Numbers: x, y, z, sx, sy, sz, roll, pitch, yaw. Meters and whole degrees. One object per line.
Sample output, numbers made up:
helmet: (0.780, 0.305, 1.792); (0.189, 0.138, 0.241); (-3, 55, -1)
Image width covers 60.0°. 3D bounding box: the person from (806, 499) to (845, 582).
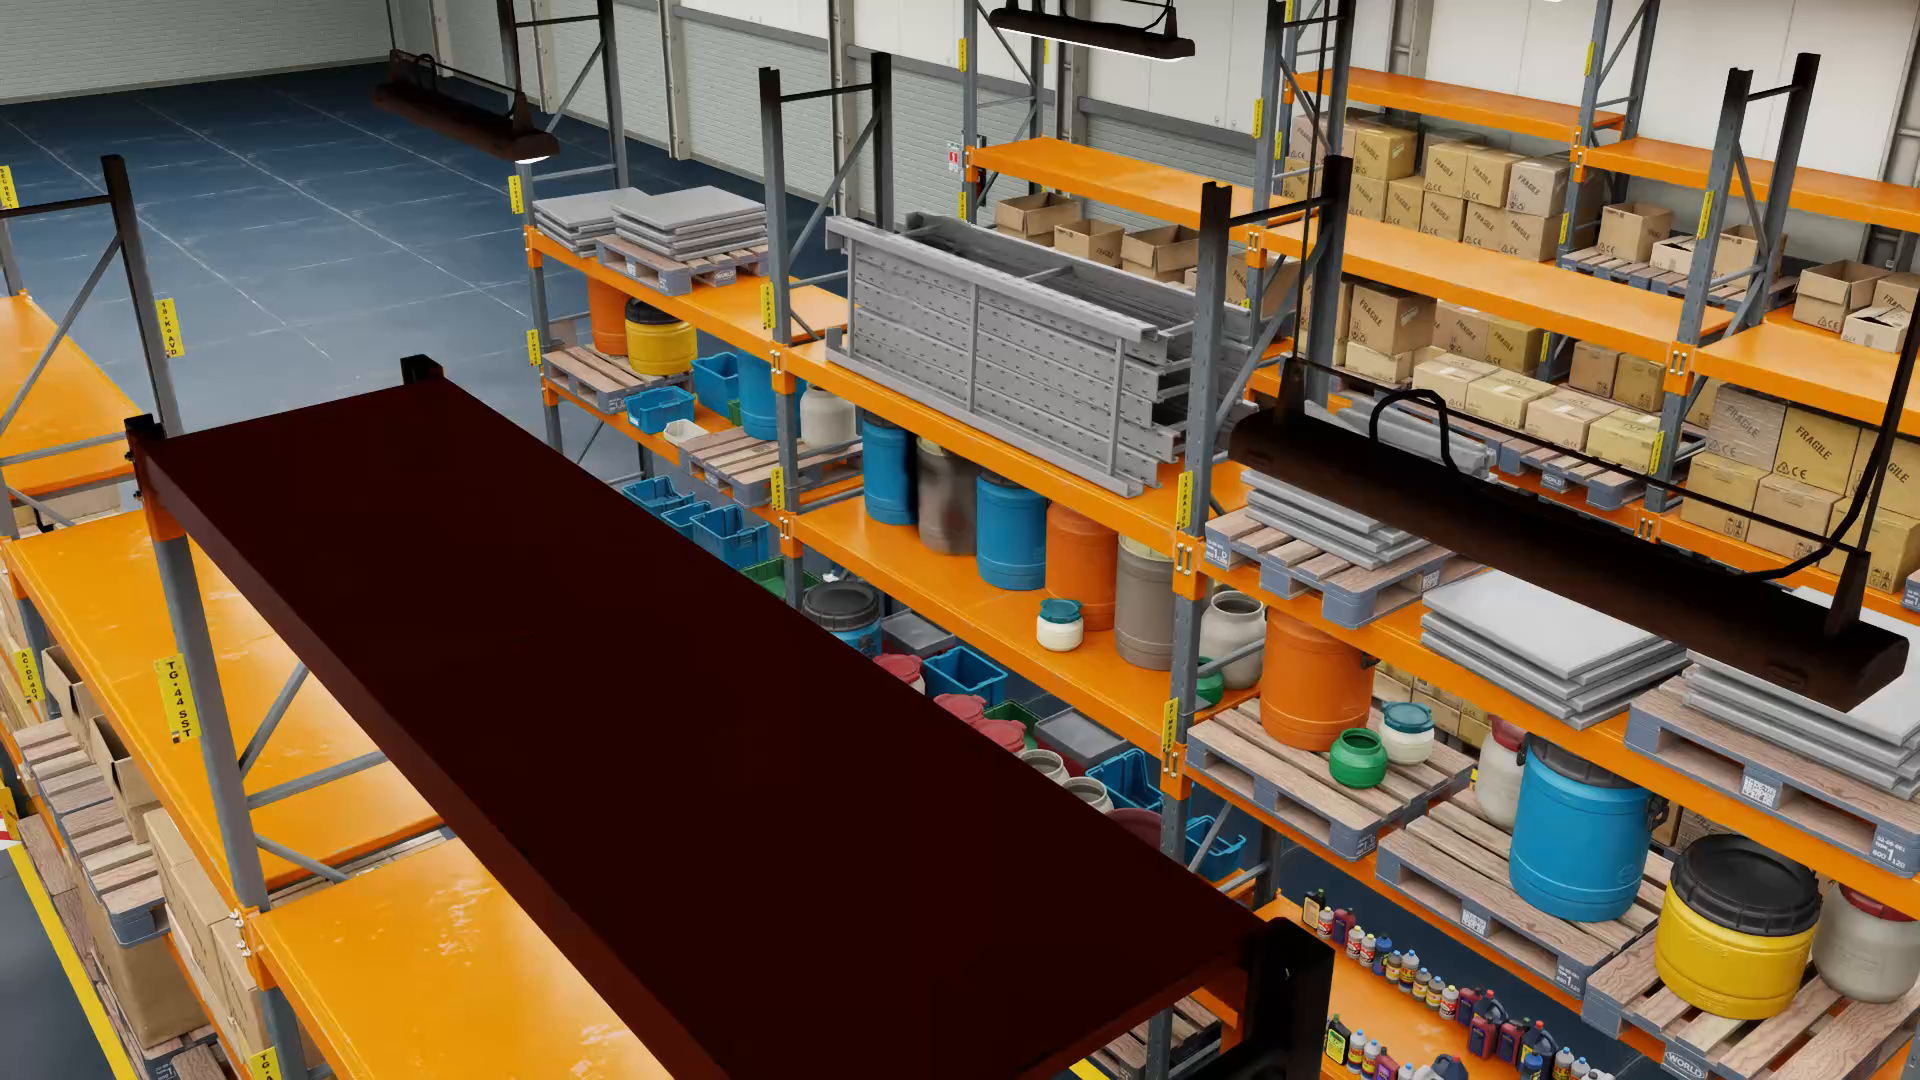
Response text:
person: (-1.374, -0.301, 17.037); (0.454, 1.582, 0.509); (18, 31, 33)
